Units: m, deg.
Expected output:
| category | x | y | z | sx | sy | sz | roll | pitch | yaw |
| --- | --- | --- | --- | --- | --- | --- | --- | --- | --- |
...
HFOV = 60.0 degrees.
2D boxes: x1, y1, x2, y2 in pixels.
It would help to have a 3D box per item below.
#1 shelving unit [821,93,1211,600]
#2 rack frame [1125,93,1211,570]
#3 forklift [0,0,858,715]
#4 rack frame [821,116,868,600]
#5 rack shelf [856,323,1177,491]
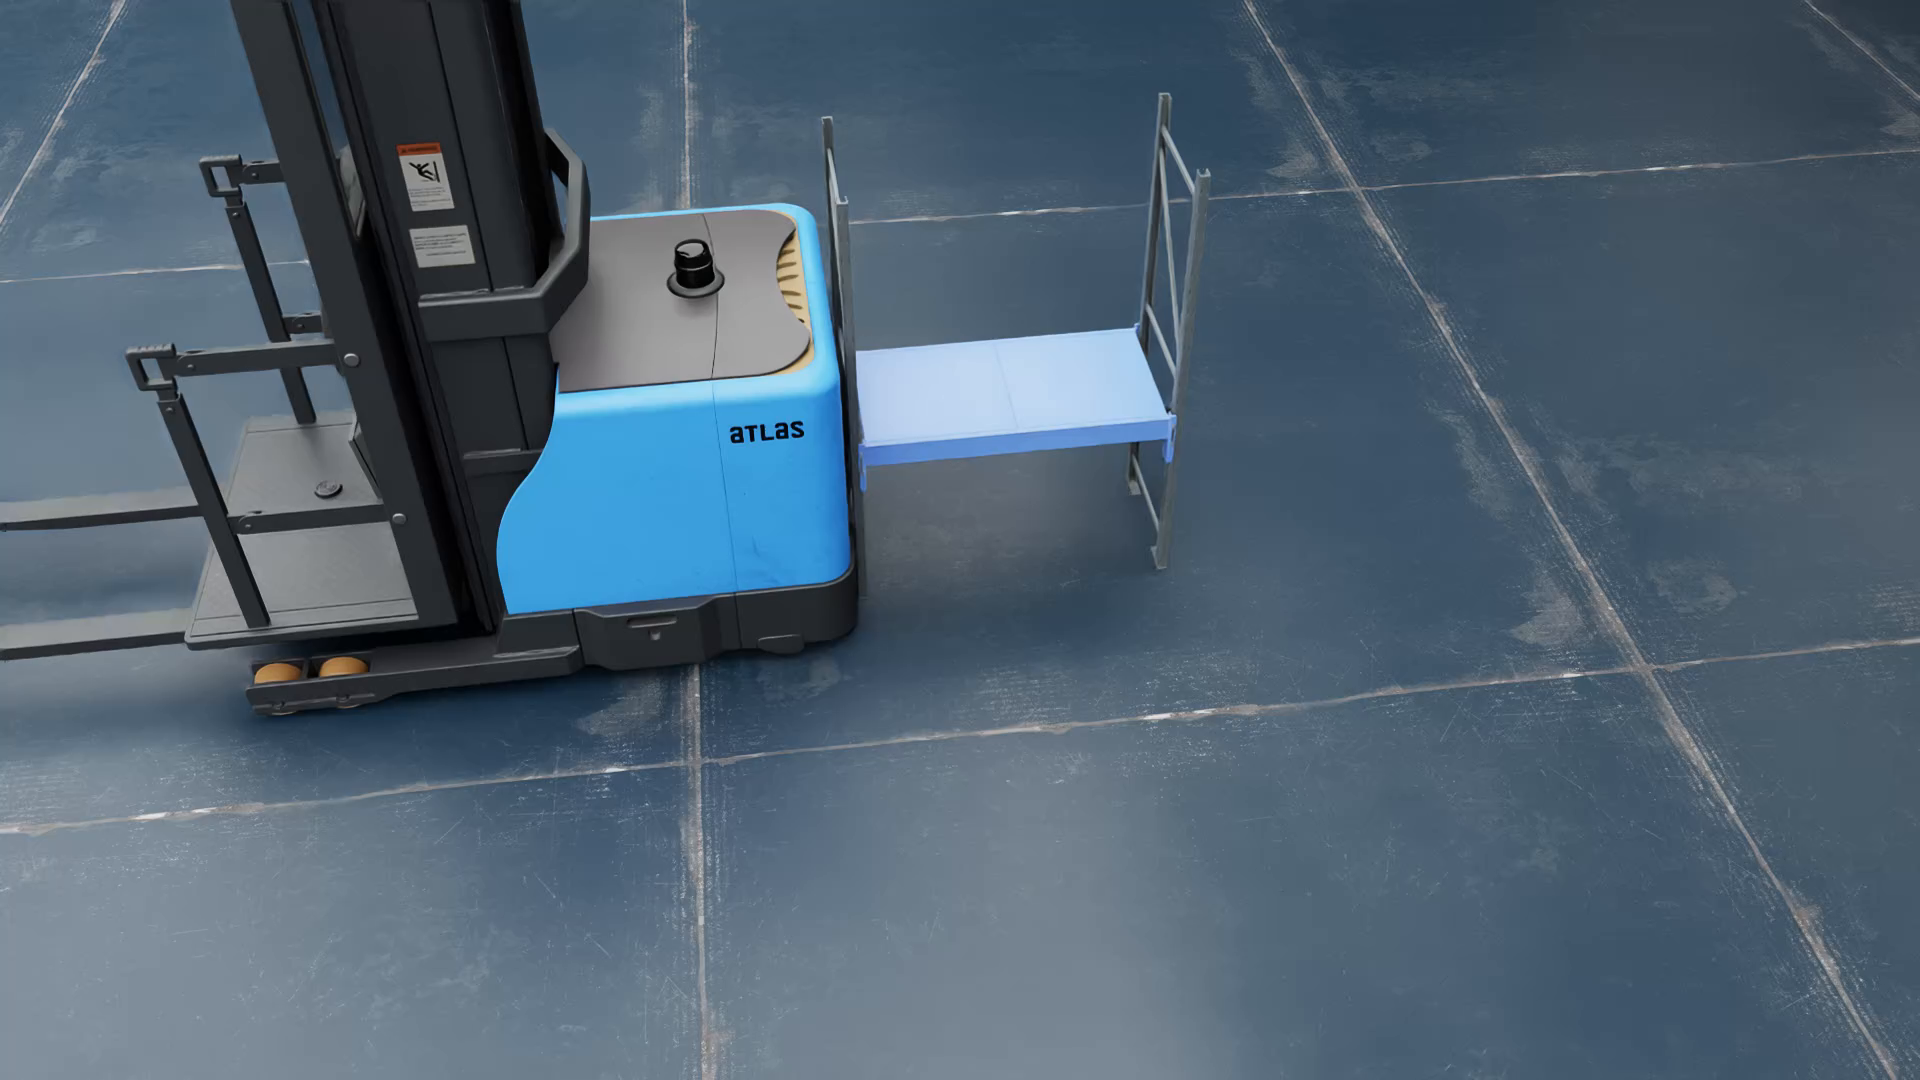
| category | x | y | z | sx | sy | sz | roll | pitch | yaw |
| --- | --- | --- | --- | --- | --- | --- | --- | --- | --- |
| shelving unit | 0.146 | -0.573 | 5.265 | 1.048 | 1.500 | 0.538 | -6 | 42 | -6 |
| rack frame | 0.649 | -0.622 | 5.320 | 0.032 | 1.500 | 0.500 | -6 | 42 | -6 |
| forklift | -1.890 | -0.927 | 4.589 | 3.031 | 2.935 | 1.130 | -6 | 42 | -6 |
| rack frame | -0.357 | -0.523 | 5.211 | 0.032 | 1.500 | 0.500 | -6 | 42 | -6 |
| rack shelf | 0.146 | -0.439 | 5.386 | 1.000 | 0.185 | 0.538 | -6 | 42 | -6 |
